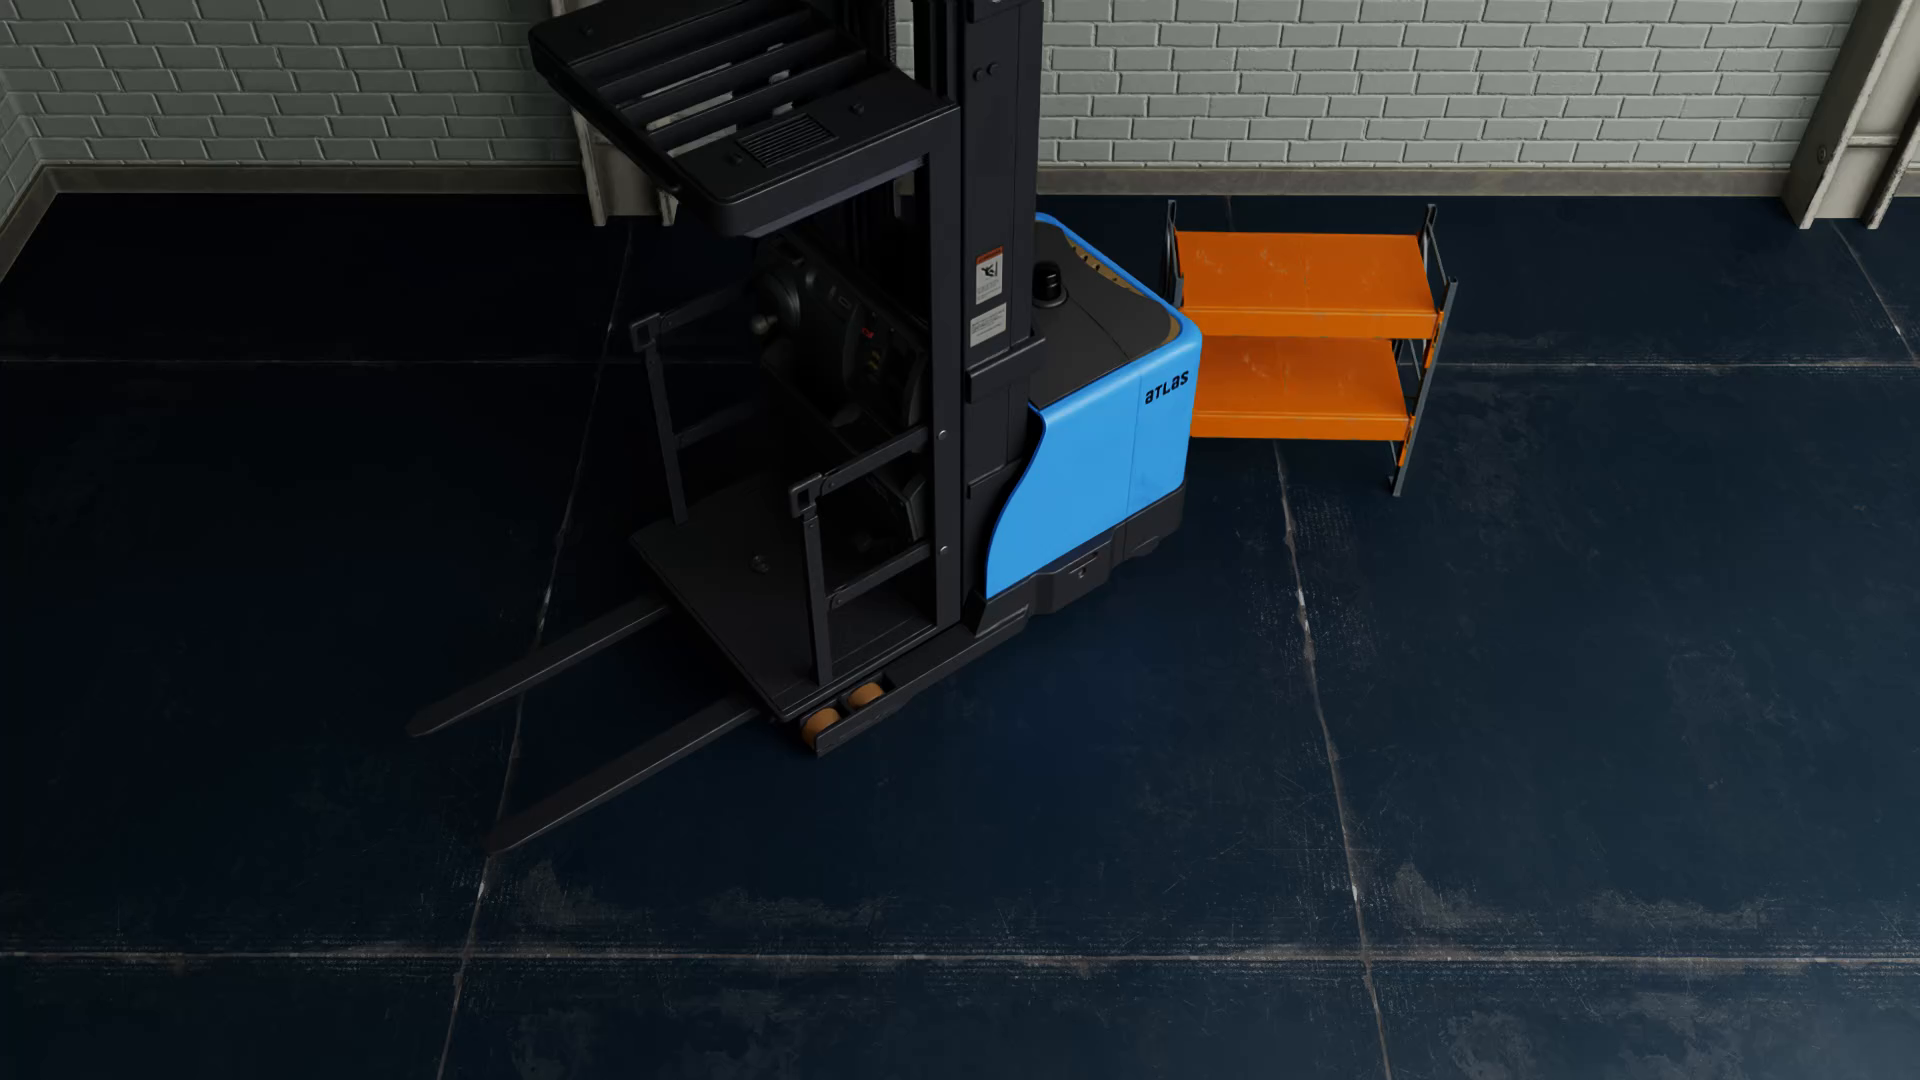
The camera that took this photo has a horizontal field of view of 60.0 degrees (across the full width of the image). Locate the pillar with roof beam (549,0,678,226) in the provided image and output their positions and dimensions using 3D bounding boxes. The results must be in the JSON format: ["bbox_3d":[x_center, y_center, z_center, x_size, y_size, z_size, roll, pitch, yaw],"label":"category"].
[{"bbox_3d":[-1.645,-1.592,2.165,0.400,9.000,9.100,0,47,0],"label":"pillar with roof beam"}]

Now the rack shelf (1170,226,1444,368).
[{"bbox_3d":[1.335,-0.962,6.558,1.000,0.278,0.538,1,47,1],"label":"rack shelf"}]

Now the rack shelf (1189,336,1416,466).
[{"bbox_3d":[1.335,-0.596,6.951,1.000,0.278,0.538,1,47,1],"label":"rack shelf"}]

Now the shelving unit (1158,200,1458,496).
[{"bbox_3d":[1.335,-0.762,6.772,1.048,1.125,0.538,1,47,1],"label":"shelving unit"}]

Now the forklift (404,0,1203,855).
[{"bbox_3d":[-0.571,-0.661,5.444,3.031,2.935,1.130,-29,53,-24],"label":"forklift"}]

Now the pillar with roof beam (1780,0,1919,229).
[{"bbox_3d":[4.355,-1.576,2.150,0.400,9.000,9.100,0,47,0],"label":"pillar with roof beam"}]

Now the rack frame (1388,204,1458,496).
[{"bbox_3d":[1.843,-0.753,6.763,0.032,1.125,0.500,1,47,1],"label":"rack frame"}]

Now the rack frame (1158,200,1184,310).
[{"bbox_3d":[0.827,-0.772,6.781,0.032,1.125,0.500,1,47,1],"label":"rack frame"}]
